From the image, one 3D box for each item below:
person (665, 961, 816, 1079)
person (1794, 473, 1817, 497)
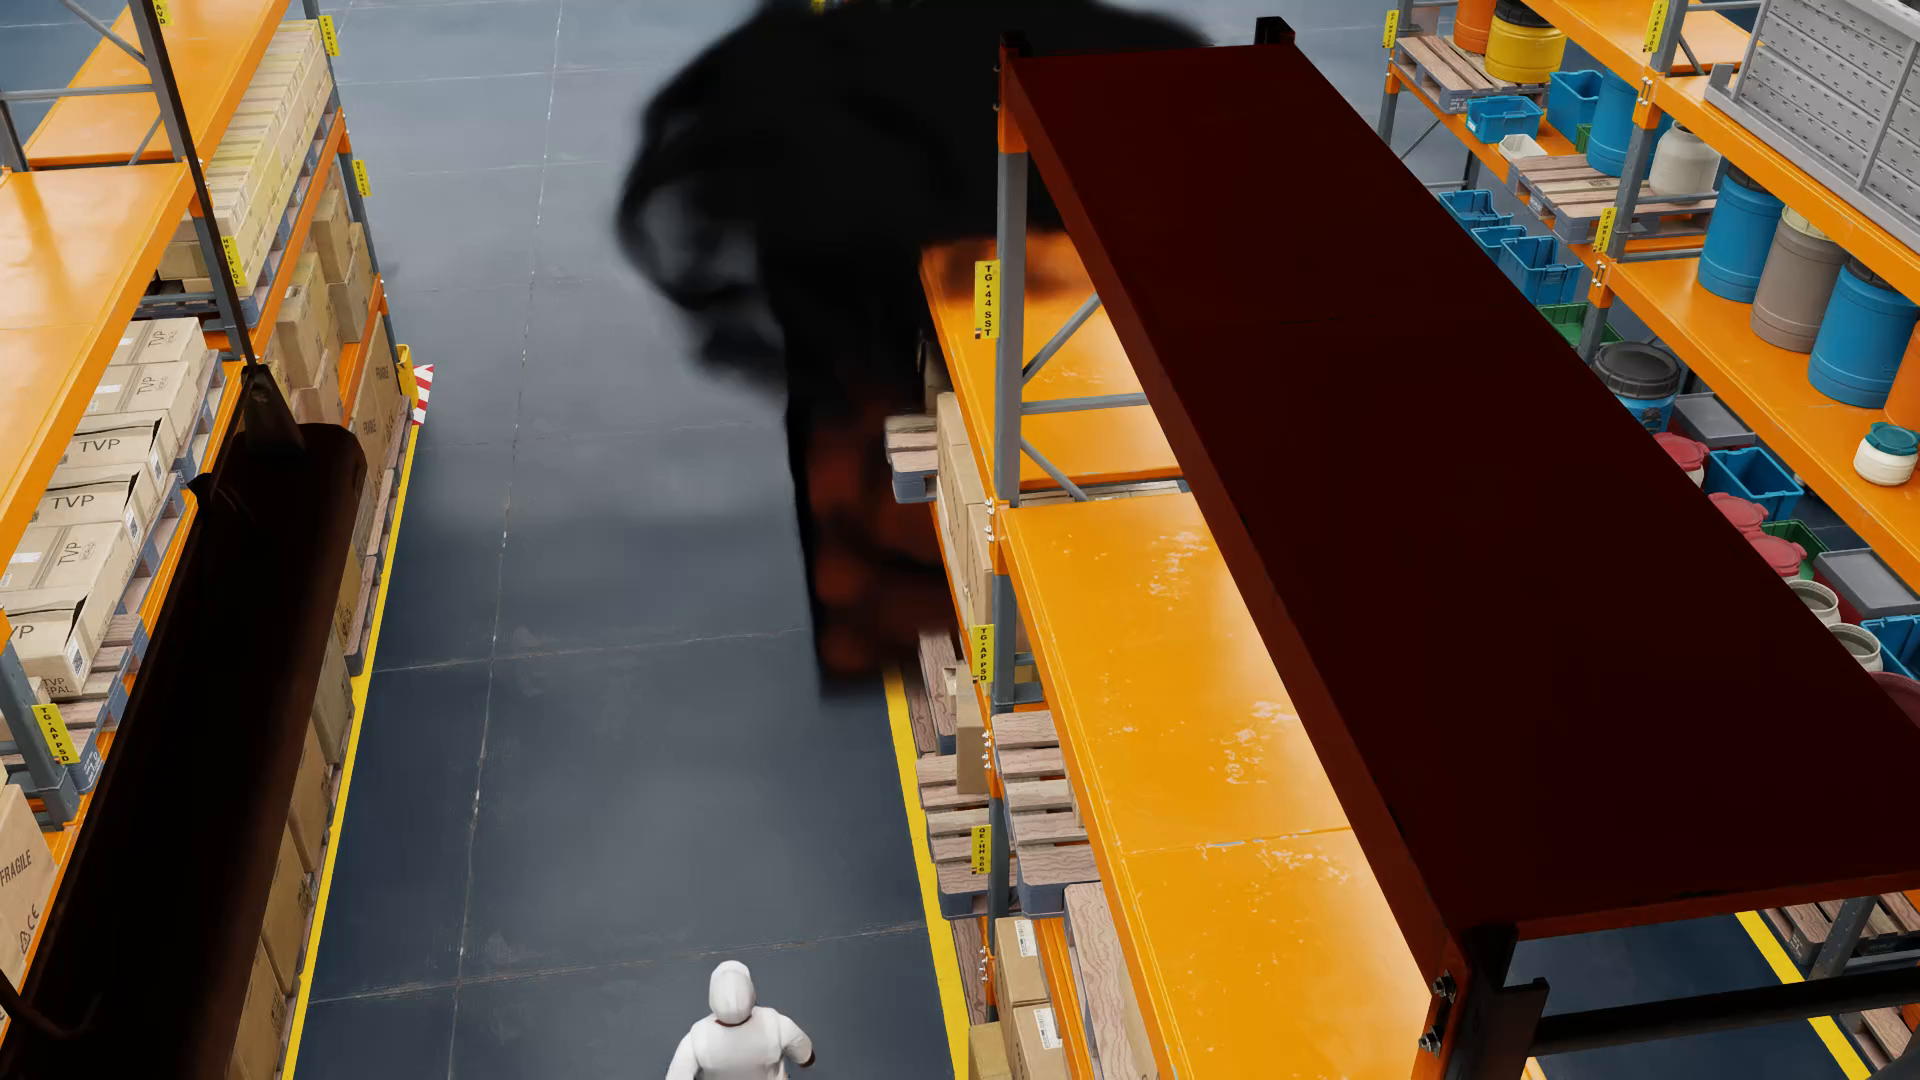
[{"bbox_3d":[-1.041,2.625,7.936,0.714,1.751,0.725,-7,37,-10],"label":"person"},{"bbox_3d":[7.157,-1.138,13.531,0.703,1.728,0.652,-19,40,-23],"label":"person"}]
